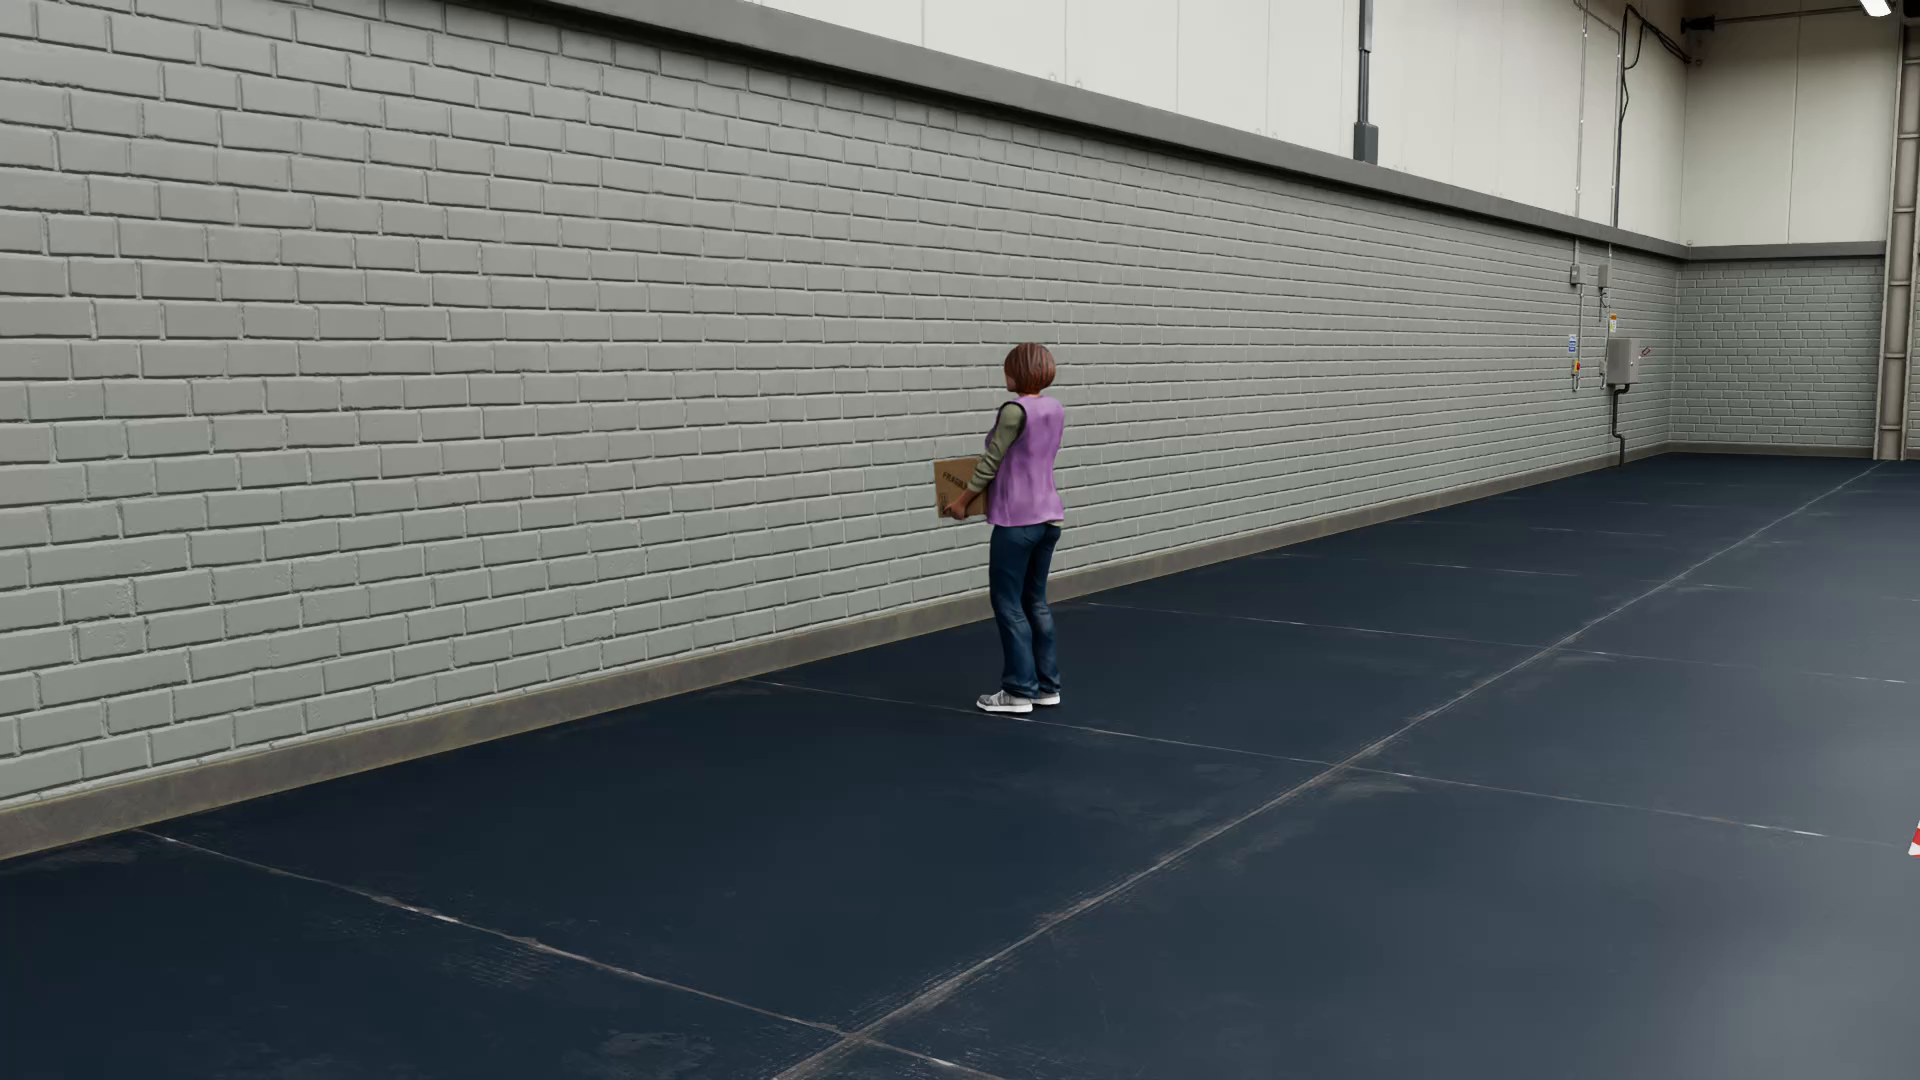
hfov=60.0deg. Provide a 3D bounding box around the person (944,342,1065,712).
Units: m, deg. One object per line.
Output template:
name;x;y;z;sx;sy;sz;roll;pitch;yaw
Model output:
person;0.206;-0.059;7.231;0.495;1.596;0.401;5;8;37
